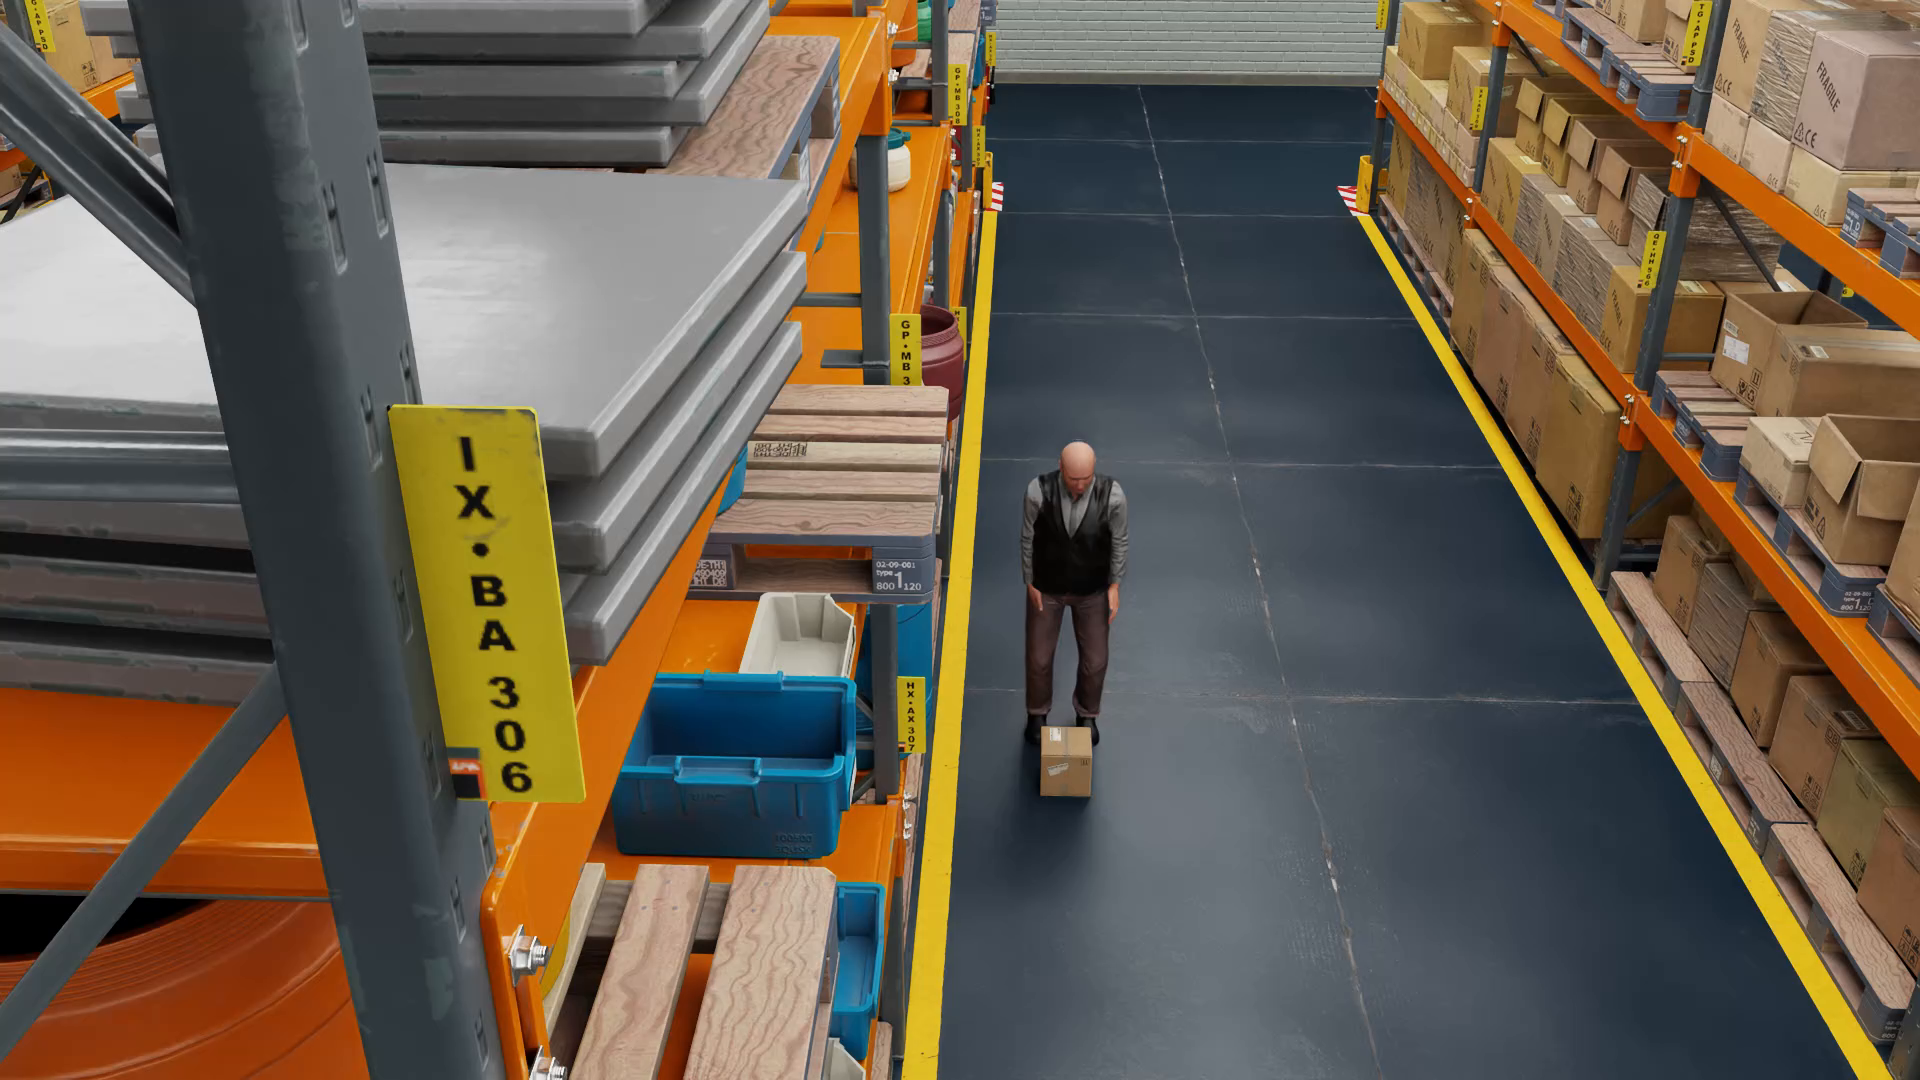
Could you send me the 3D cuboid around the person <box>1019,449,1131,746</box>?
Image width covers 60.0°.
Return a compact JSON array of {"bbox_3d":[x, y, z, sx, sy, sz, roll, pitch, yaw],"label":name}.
[{"bbox_3d":[0.576,0.263,8.450,0.560,1.669,0.431,2,28,3],"label":"person"}]
